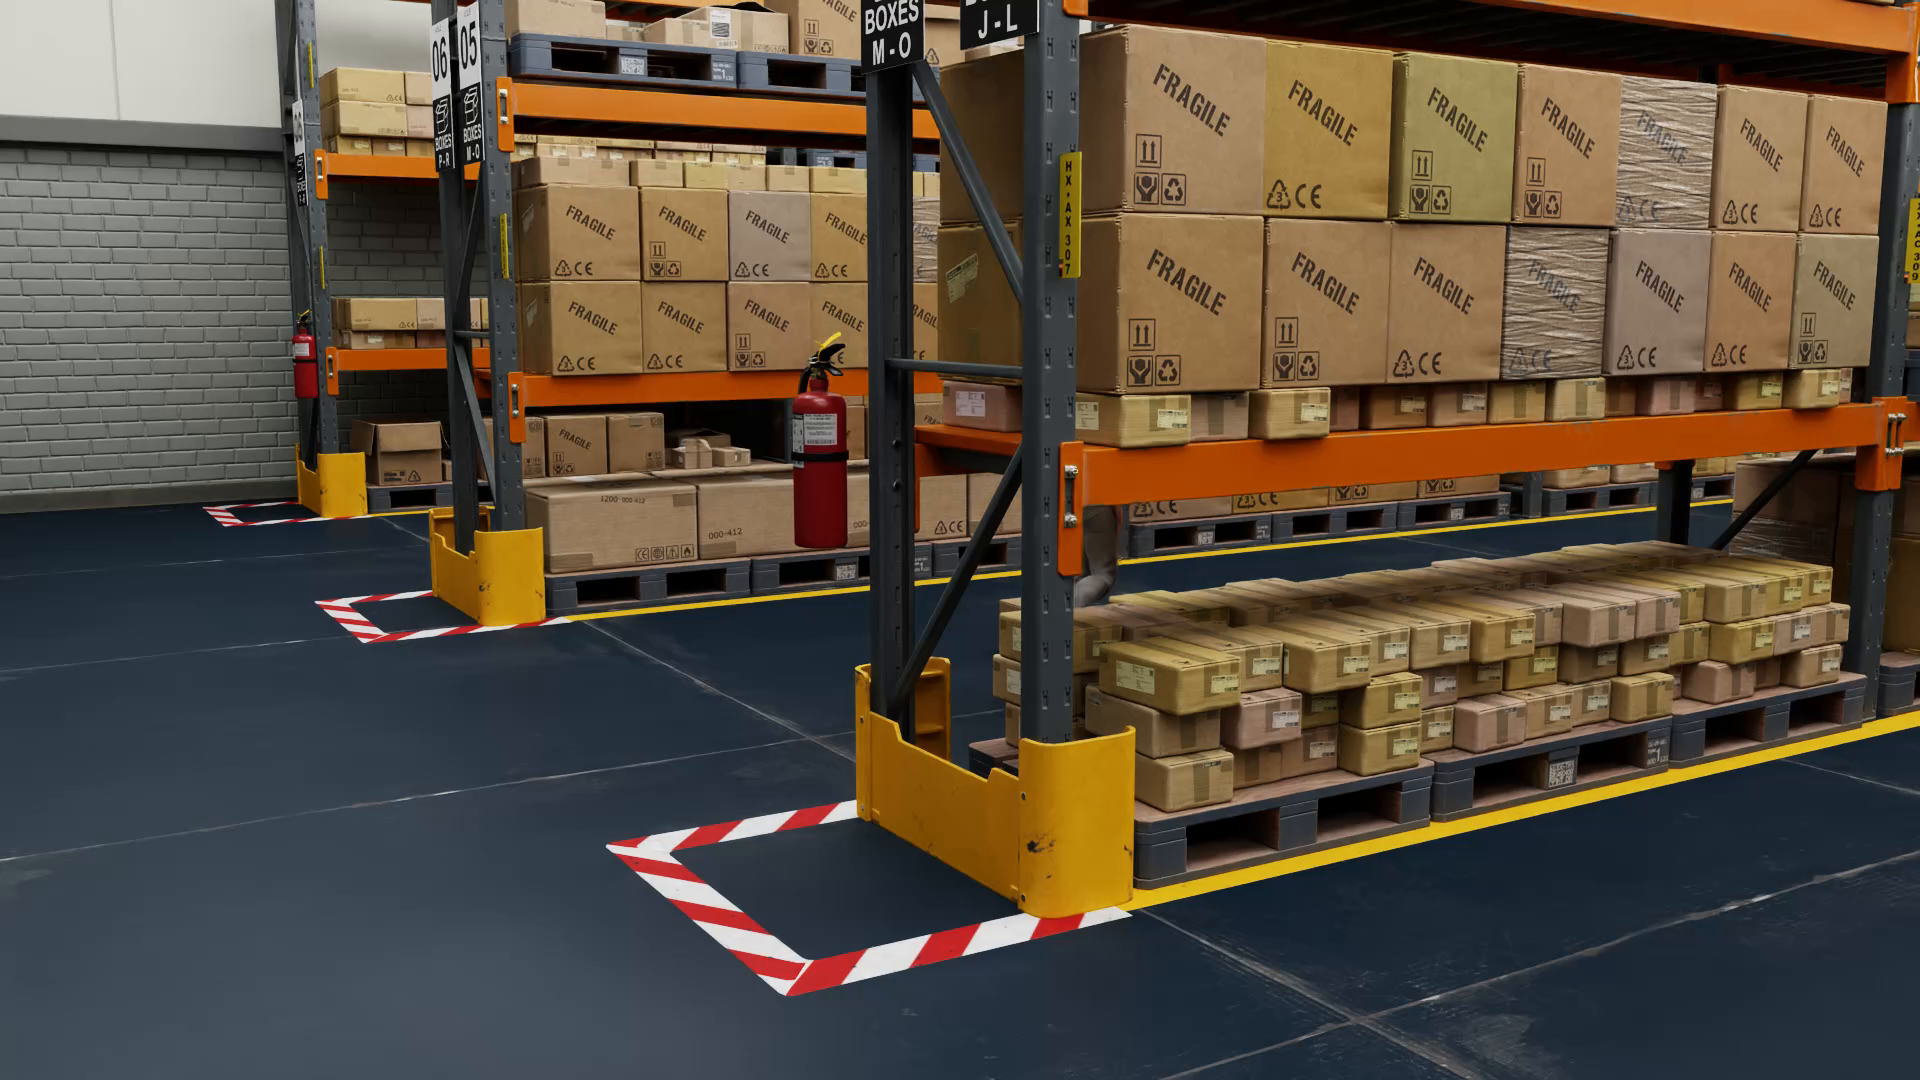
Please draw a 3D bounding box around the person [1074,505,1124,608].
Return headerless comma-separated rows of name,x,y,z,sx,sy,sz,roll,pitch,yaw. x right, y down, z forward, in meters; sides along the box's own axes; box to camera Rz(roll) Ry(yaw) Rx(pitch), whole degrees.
person,0.545,-0.157,7.430,0.425,1.553,0.756,7,11,40
